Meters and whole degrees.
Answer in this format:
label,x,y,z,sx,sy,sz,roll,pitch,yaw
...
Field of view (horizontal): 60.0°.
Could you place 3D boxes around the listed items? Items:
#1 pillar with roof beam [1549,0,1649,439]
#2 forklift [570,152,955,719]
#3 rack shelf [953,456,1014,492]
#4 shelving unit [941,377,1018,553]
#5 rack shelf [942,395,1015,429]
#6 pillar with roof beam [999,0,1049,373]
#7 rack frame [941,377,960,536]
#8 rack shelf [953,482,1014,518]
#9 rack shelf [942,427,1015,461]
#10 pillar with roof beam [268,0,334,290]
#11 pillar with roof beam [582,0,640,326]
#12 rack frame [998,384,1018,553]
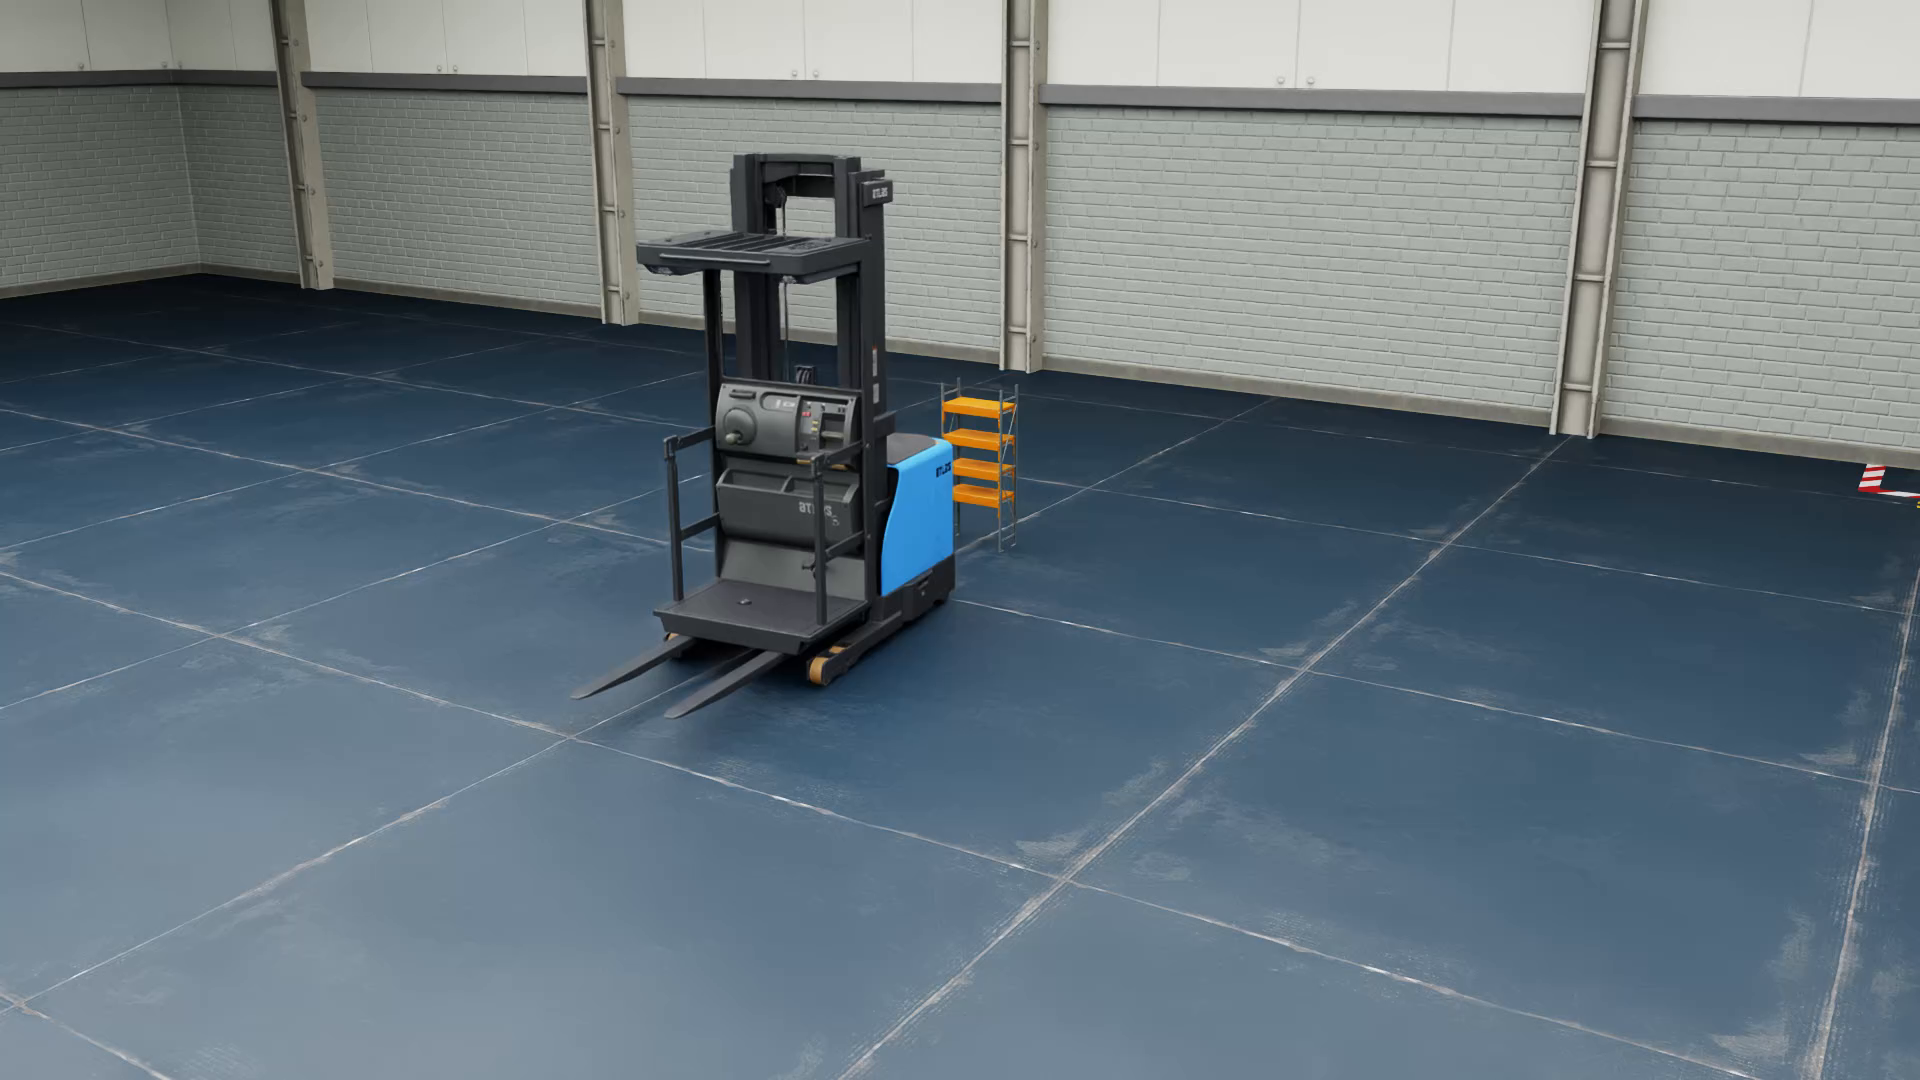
label,x,y,z,sx,sy,sz,roll,pitch,yaw
pillar with roof beam,3.549,-4.248,10.884,0.400,9.000,9.100,10,20,30
forklift,-1.125,-0.706,9.662,1.130,2.935,3.031,8,19,25
rack shelf,0.141,-0.485,12.143,0.480,0.148,0.258,10,20,30
shelving unit,0.141,-0.549,12.124,0.503,1.200,0.258,10,20,30
rack shelf,0.141,-0.925,12.010,0.480,0.148,0.258,10,20,30
pillar with roof beam,-1.563,-5.161,13.888,0.400,9.000,9.100,10,20,30
rack frame,-0.067,-0.586,12.246,0.015,1.200,0.240,10,20,30
rack shelf,0.141,-0.295,12.201,0.480,0.148,0.258,10,20,30
rack shelf,0.141,-0.699,12.078,0.480,0.148,0.258,10,20,30
pillar with roof beam,-11.789,-6.986,19.897,0.400,9.000,9.100,10,20,30
pillar with roof beam,-6.676,-6.073,16.893,0.400,9.000,9.100,10,20,30
rack frame,0.349,-0.512,12.002,0.015,1.200,0.240,10,20,30
